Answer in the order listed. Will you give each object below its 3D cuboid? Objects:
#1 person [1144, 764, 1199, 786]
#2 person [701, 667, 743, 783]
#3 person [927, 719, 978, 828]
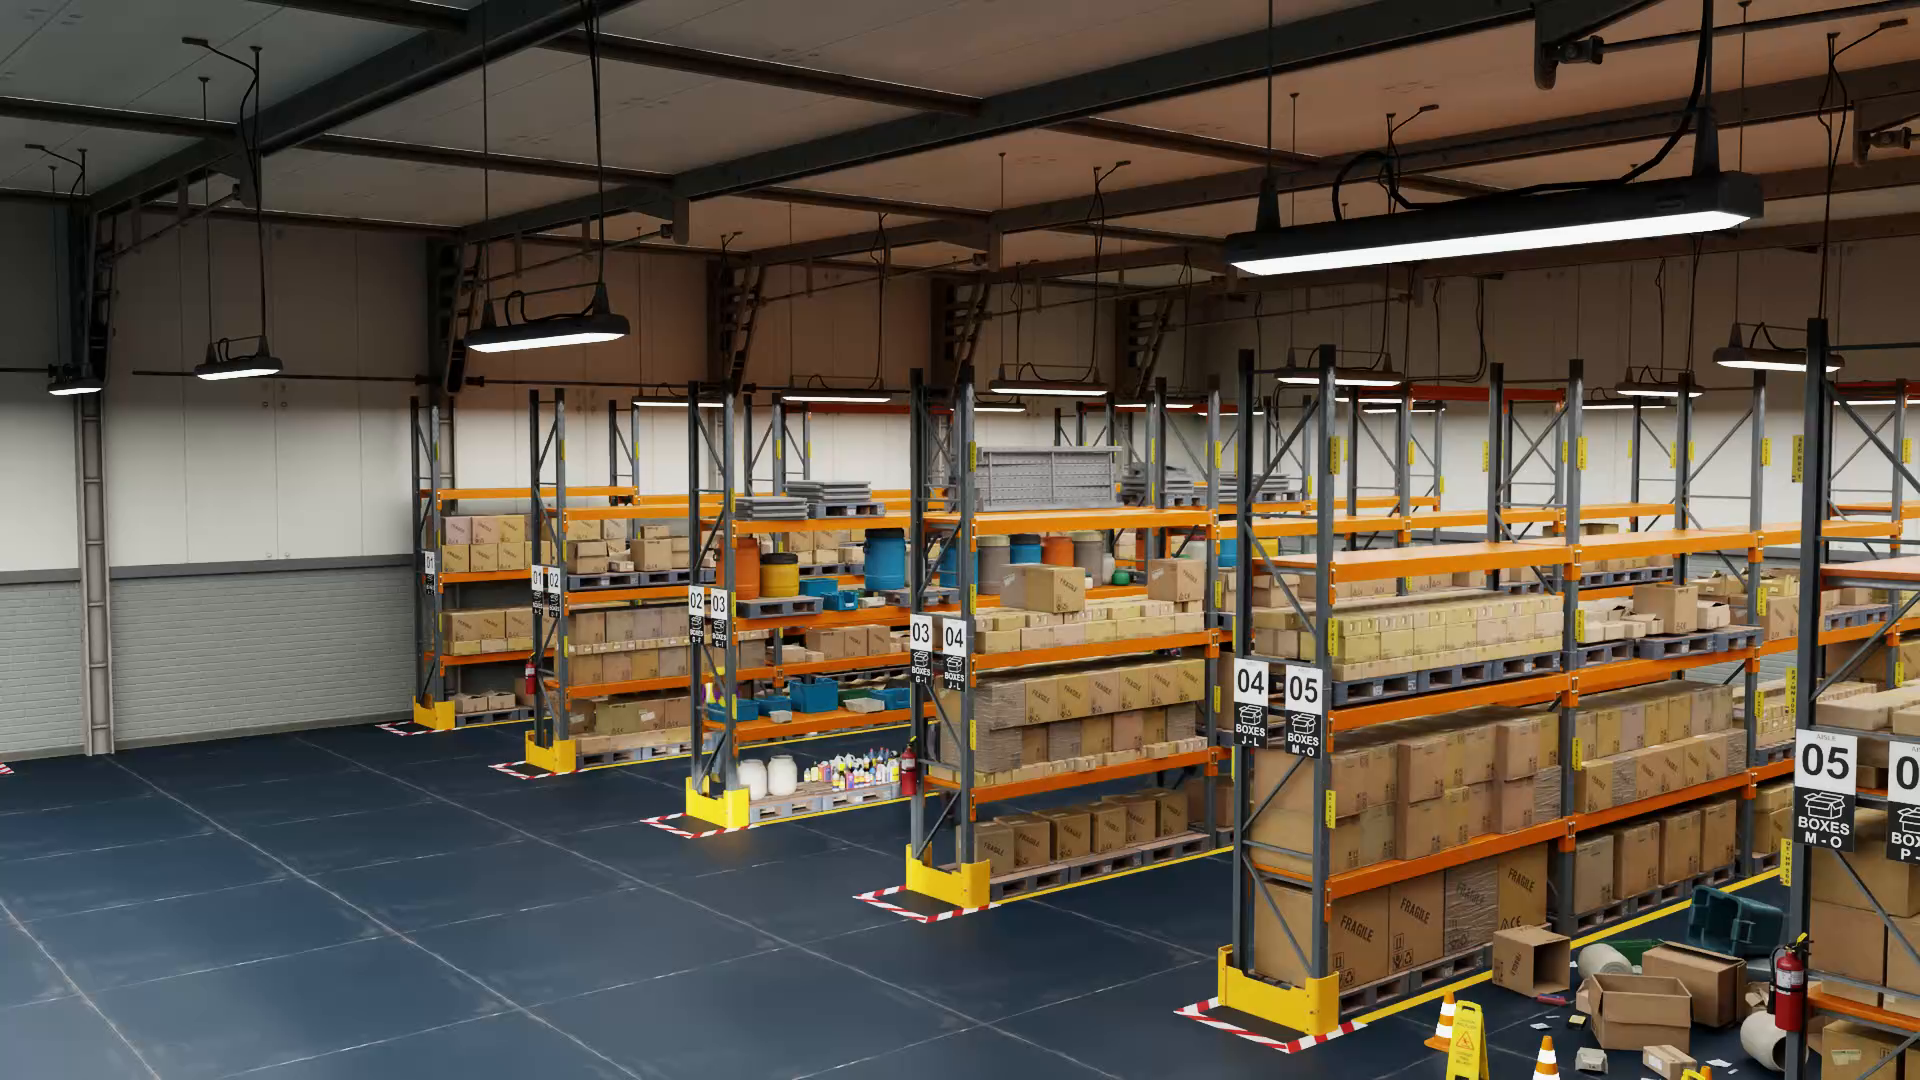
[{"bbox_3d":[3.132,2.937,25.046,1.234,1.567,0.698,-2,4,-26],"label":"person"},{"bbox_3d":[-3.687,2.789,25.515,0.668,1.744,0.832,1,3,9],"label":"person"},{"bbox_3d":[-0.107,3.031,22.402,0.661,1.662,0.780,0,3,5],"label":"person"}]
